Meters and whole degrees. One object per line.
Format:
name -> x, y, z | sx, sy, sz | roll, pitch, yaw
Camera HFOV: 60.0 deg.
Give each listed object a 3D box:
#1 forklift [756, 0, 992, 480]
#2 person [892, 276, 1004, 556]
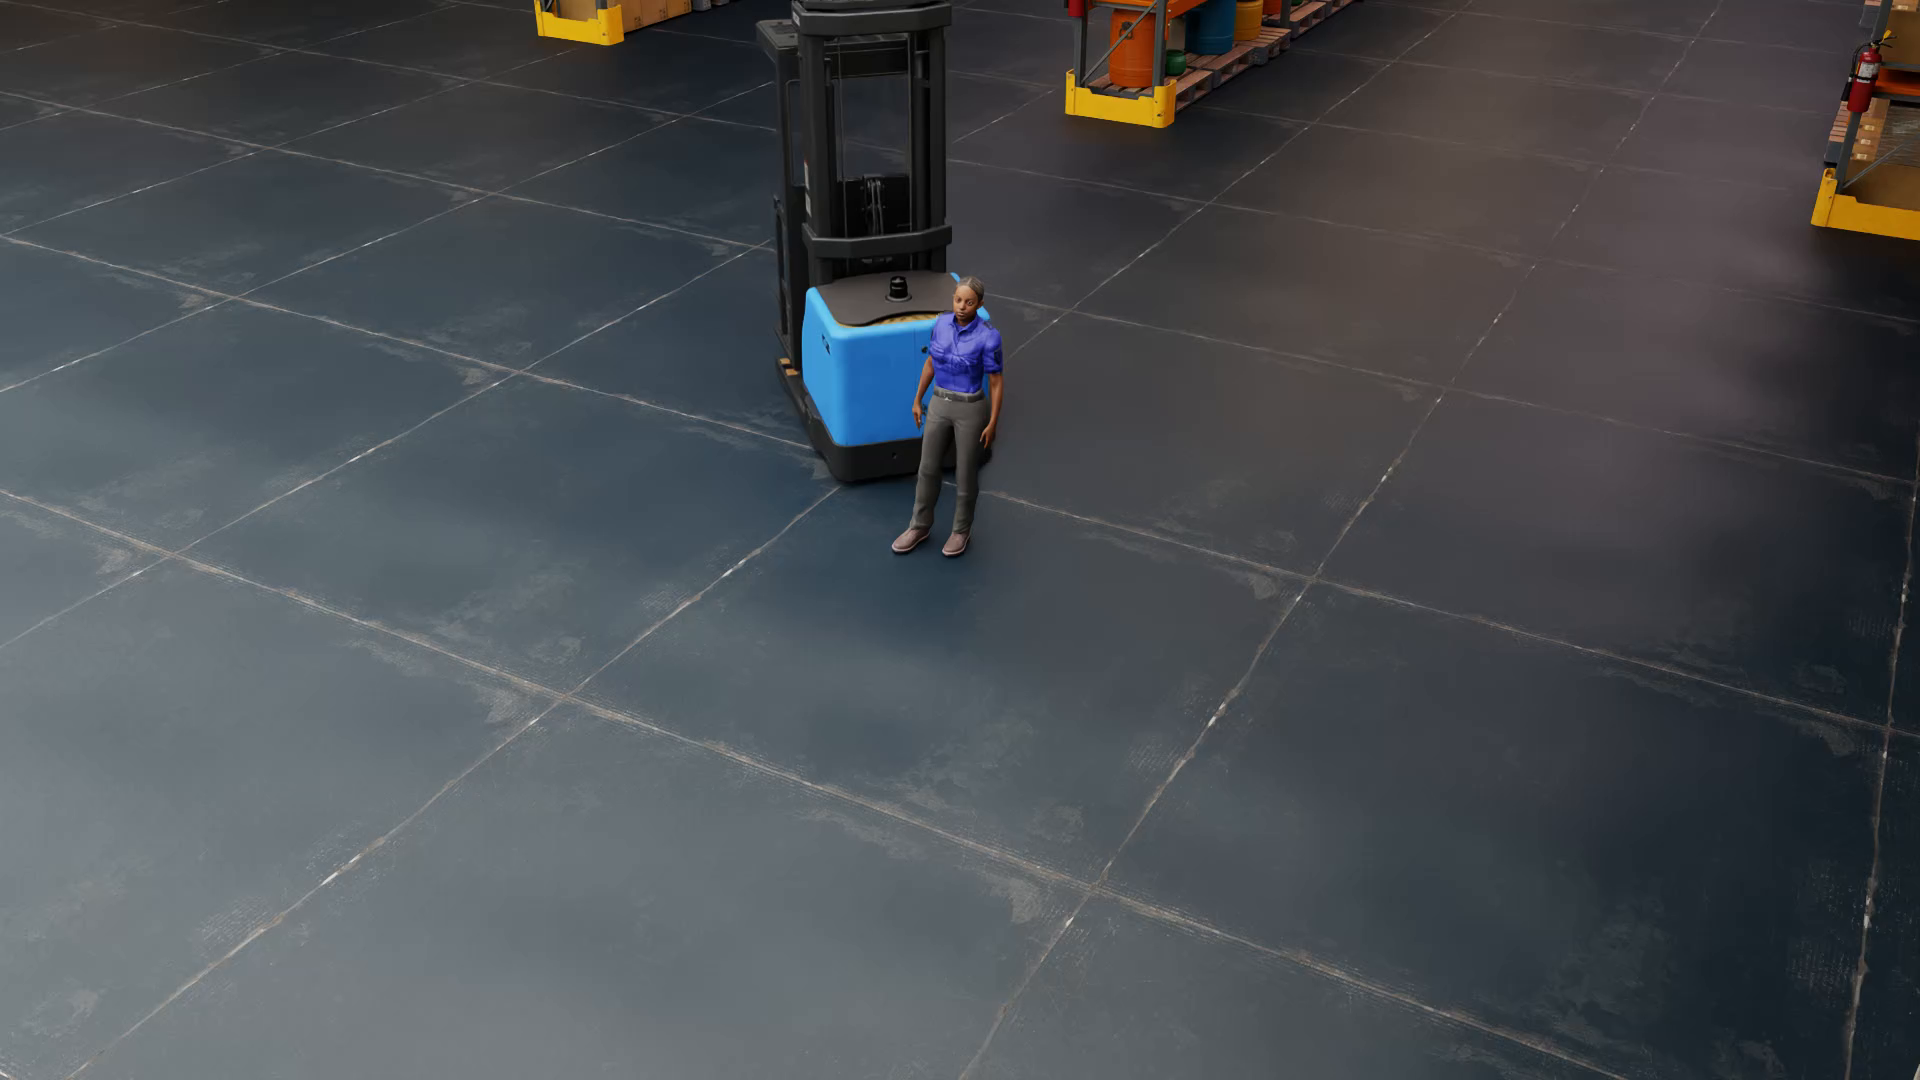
forklift -> -0.698, -2.370, 11.177 | 1.130, 2.935, 3.031 | -8, 31, -14
person -> -0.060, -0.689, 9.527 | 0.570, 1.657, 0.502 | 15, 33, 25
